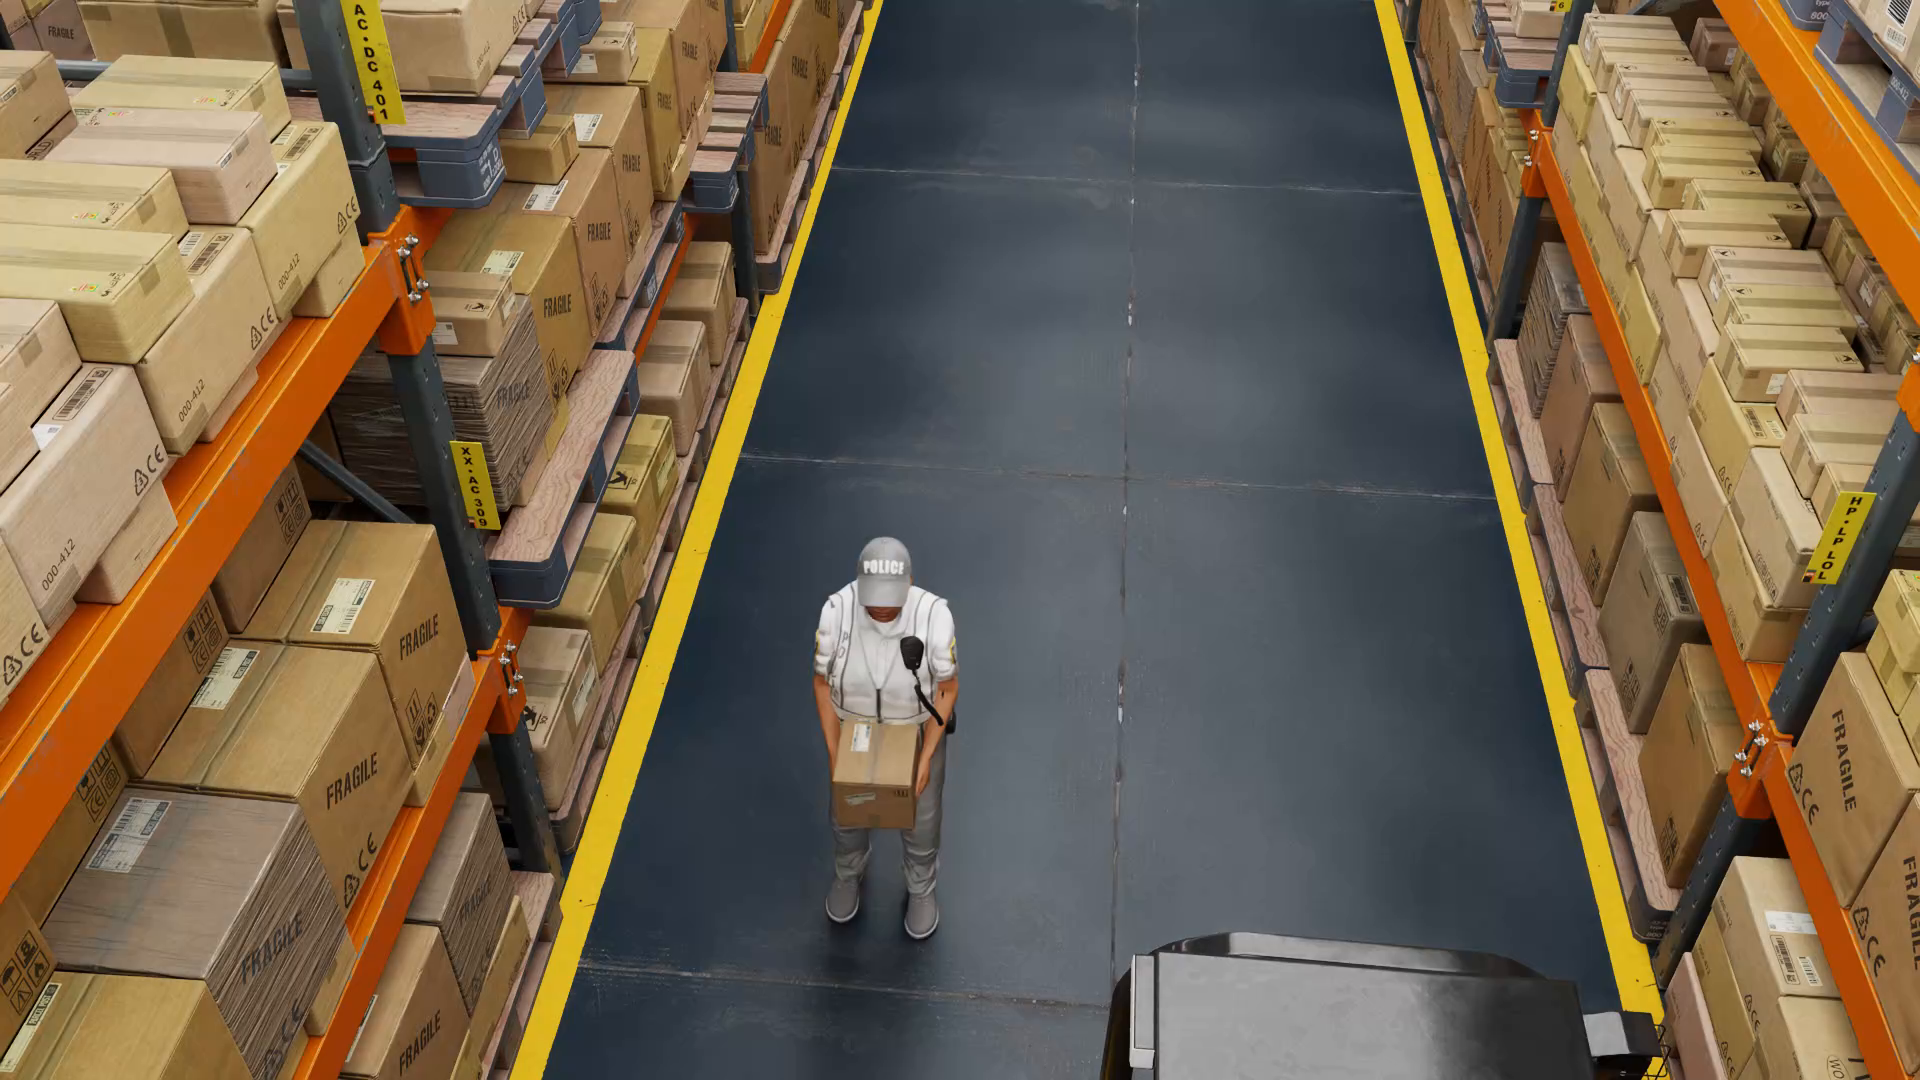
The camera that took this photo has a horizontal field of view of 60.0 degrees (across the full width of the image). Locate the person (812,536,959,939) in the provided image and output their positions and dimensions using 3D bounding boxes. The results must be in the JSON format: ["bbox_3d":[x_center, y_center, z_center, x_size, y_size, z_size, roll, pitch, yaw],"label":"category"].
[{"bbox_3d":[-0.248,0.684,5.635,0.487,1.670,0.503,3,40,3],"label":"person"}]
